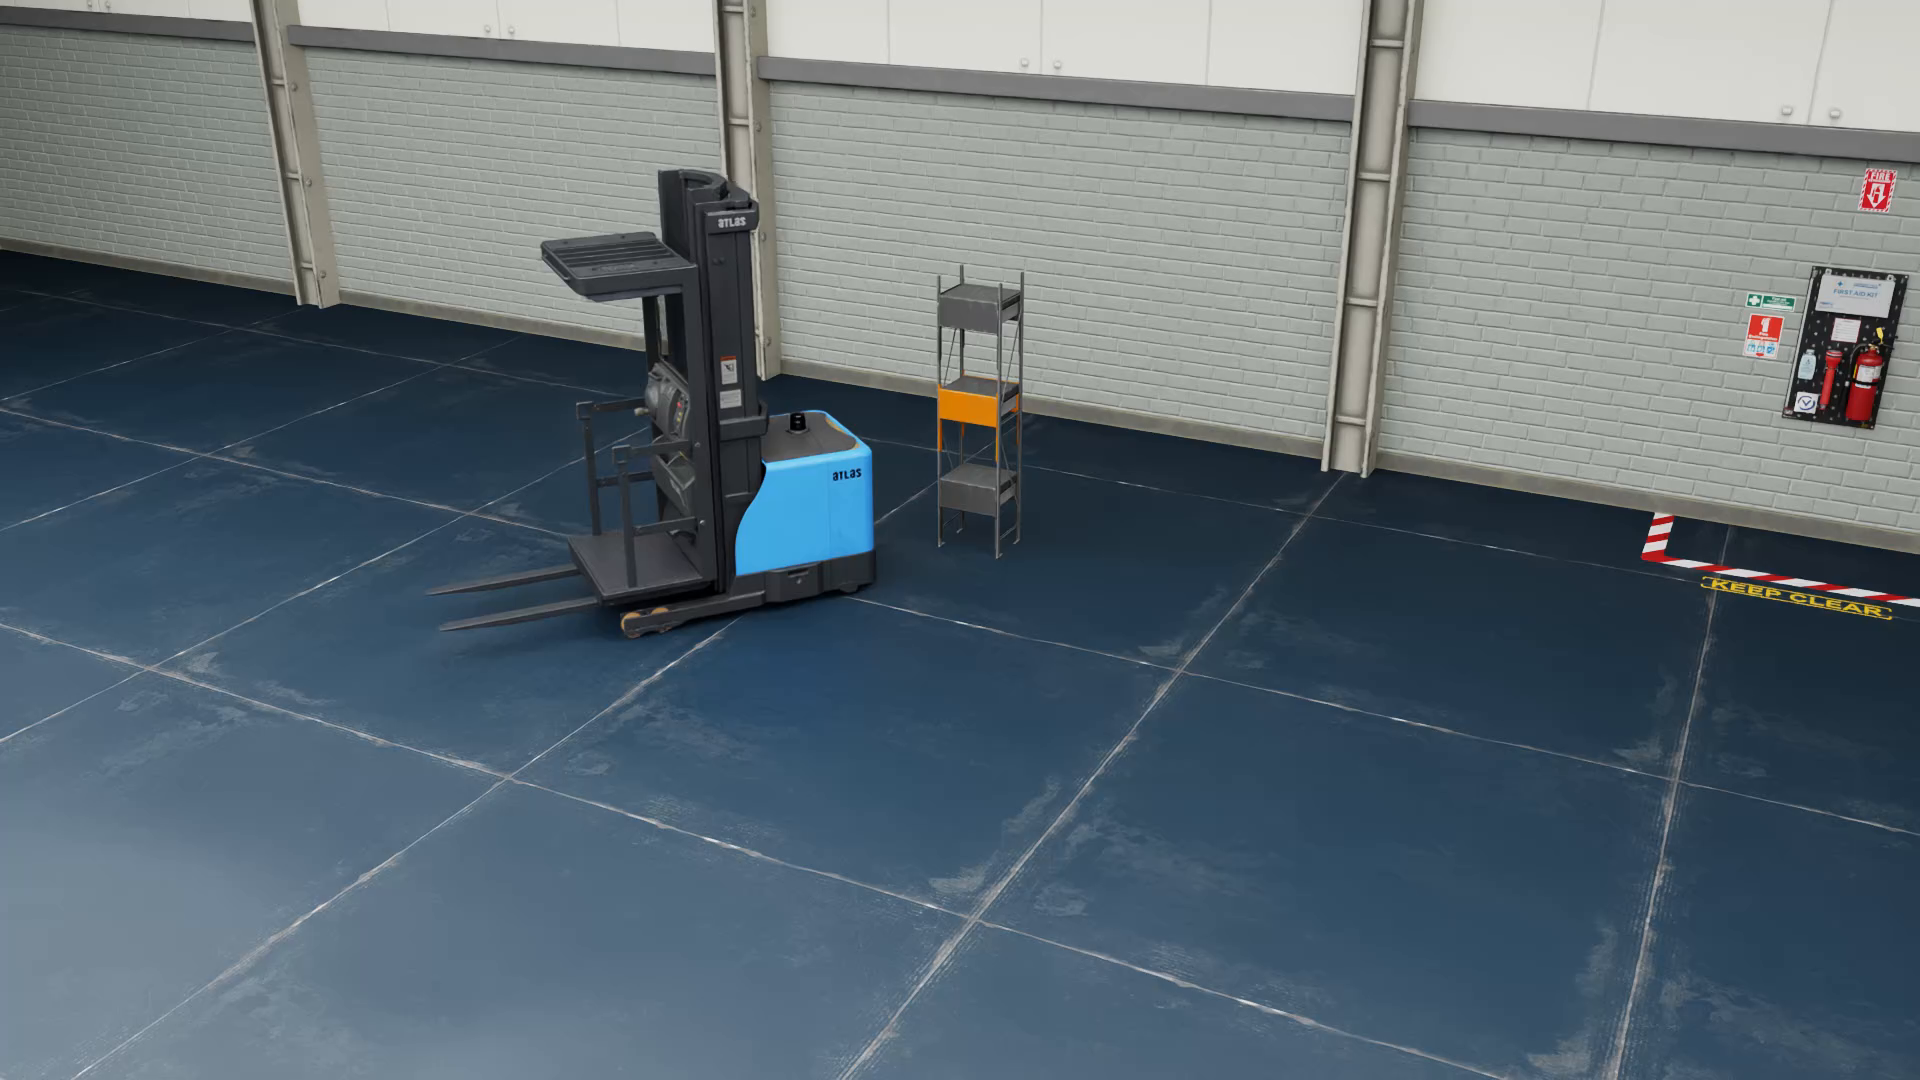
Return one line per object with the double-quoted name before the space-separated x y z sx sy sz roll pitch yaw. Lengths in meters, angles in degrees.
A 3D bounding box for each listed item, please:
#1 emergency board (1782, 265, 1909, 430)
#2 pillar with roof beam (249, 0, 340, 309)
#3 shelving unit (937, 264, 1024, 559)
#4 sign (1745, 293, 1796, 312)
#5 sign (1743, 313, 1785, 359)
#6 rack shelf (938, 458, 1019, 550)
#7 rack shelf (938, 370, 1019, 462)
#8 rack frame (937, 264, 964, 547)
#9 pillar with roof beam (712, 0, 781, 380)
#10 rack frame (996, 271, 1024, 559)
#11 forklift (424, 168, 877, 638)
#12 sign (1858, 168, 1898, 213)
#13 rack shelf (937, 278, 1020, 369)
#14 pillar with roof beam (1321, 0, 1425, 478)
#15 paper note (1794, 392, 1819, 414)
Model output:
"emergency board" 6.486 -1.382 12.192 0.643 1.169 0.194 11 25 25
"pillar with roof beam" -9.332 -5.368 13.899 0.400 9.000 9.100 11 25 25
"shelving unit" 0.148 -0.937 12.297 0.503 2.100 0.431 11 25 25
"sign" 6.039 -1.772 12.387 0.331 0.109 0.001 11 25 25
"sign" 6.039 -1.532 12.500 0.234 0.329 0.001 11 25 25
"rack shelf" 0.148 -0.280 12.576 0.480 0.518 0.431 11 25 25
"rack shelf" 0.148 -0.924 12.302 0.480 0.518 0.431 11 25 25
"rack frame" -0.070 -0.980 12.398 0.015 2.100 0.400 11 25 25
"pillar with roof beam" -3.977 -4.308 11.408 0.400 9.000 9.100 11 25 25
"rack frame" 0.365 -0.894 12.195 0.015 2.100 0.400 11 25 25
"forklift" -2.158 -0.925 11.206 3.031 2.935 1.130 -10 25 -23
"sign" 6.524 -2.485 11.824 0.199 0.298 0.001 11 25 25
"rack shelf" 0.148 -1.569 12.028 0.480 0.518 0.431 11 25 25
"pillar with roof beam" 1.377 -3.249 8.917 0.400 9.000 9.100 11 25 25
"paper note" 6.359 -1.032 12.495 0.142 0.148 0.016 11 25 25
